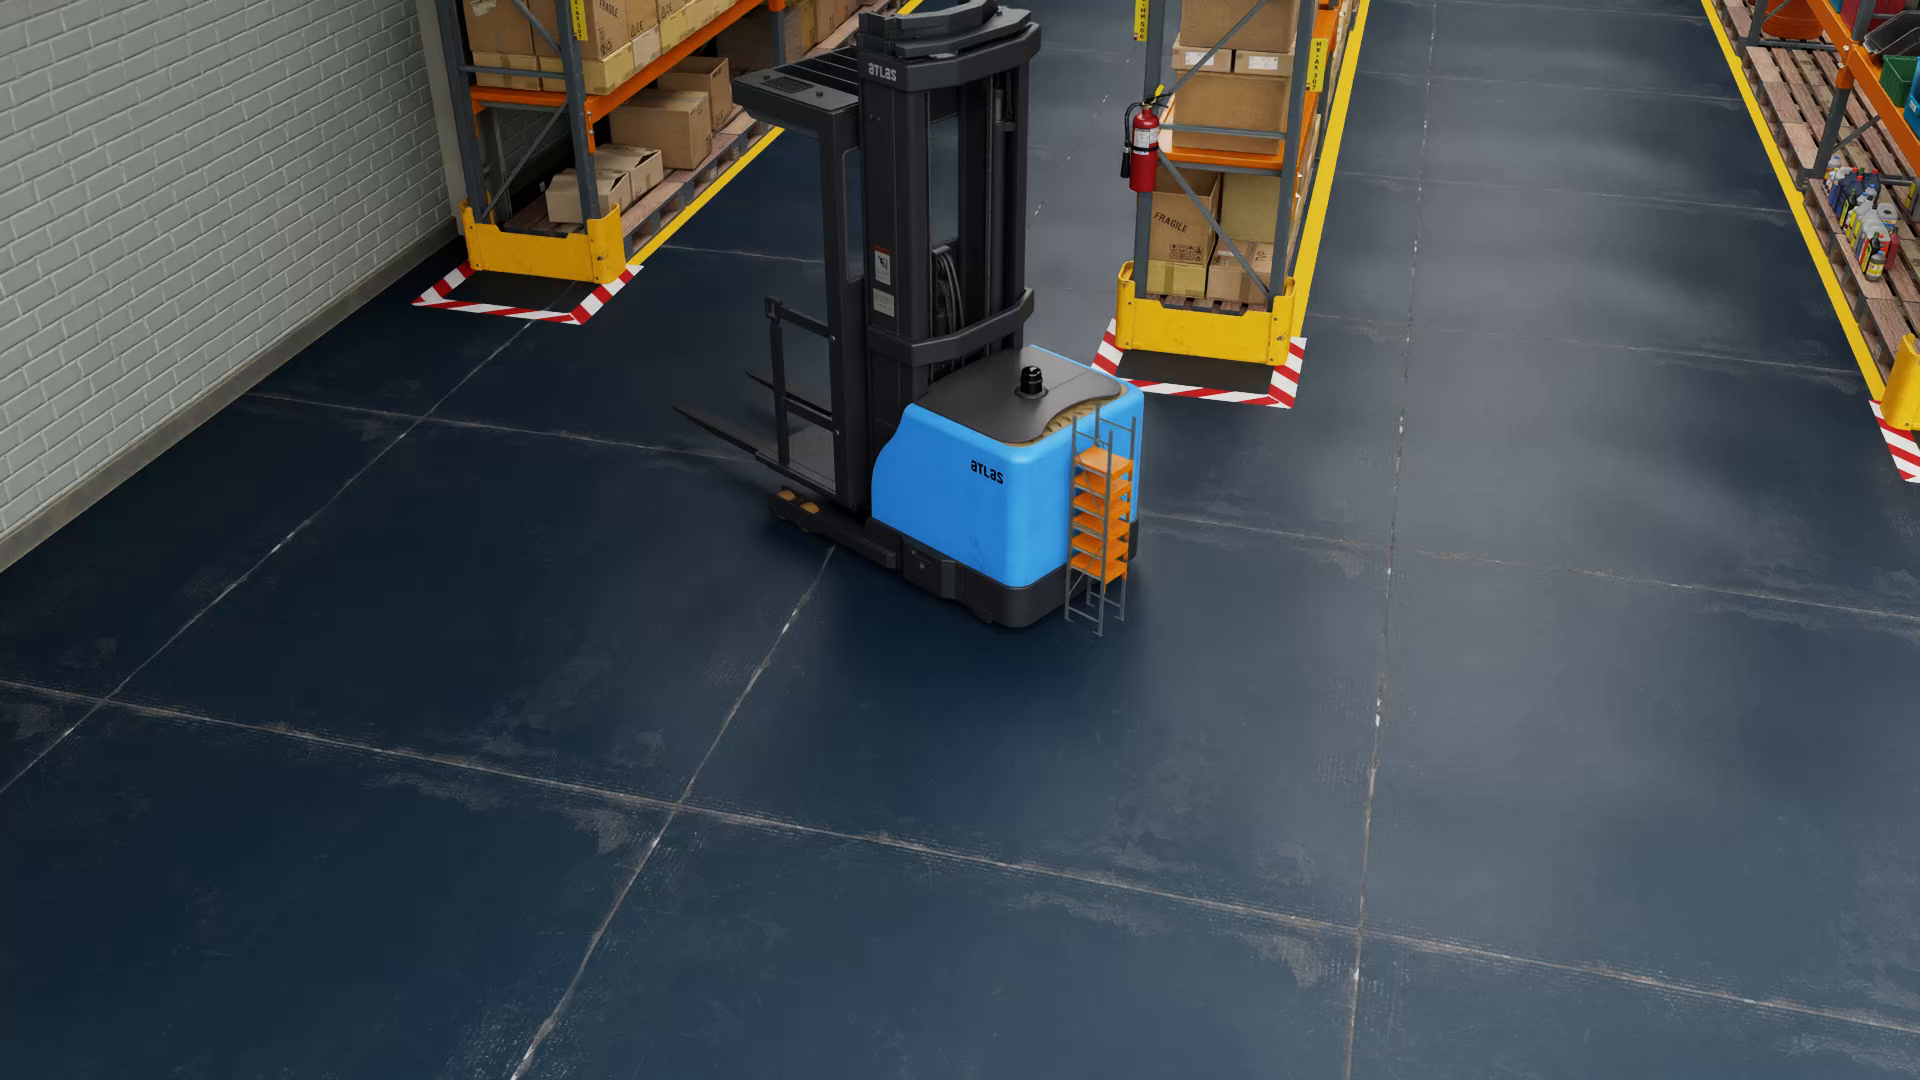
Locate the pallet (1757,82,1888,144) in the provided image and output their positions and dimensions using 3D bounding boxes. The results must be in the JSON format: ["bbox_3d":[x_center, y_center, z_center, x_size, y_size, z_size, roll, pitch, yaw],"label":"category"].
[{"bbox_3d":[7.939,-3.878,15.223,1.003,0.211,1.213,8,33,12],"label":"pallet"}]

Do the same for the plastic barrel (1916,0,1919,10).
[{"bbox_3d":[7.861,-4.378,12.943,0.600,0.901,0.708,8,33,12],"label":"plastic barrel"}]

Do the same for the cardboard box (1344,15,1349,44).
[{"bbox_3d":[3.669,-5.202,16.878,0.500,0.250,0.500,8,33,12],"label":"cardboard box"}]

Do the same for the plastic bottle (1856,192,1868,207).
[{"bbox_3d":[6.814,-2.500,12.589,0.097,0.271,0.097,0,32,0],"label":"plastic bottle"}]

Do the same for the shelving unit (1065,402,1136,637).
[{"bbox_3d":[0.698,-0.090,8.343,0.258,1.200,0.189,26,40,34],"label":"shelving unit"}]

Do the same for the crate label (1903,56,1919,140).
[{"bbox_3d":[6.660,-2.938,11.113,0.502,0.435,0.616,8,33,12],"label":"crate label"}]

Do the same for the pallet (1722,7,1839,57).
[{"bbox_3d":[8.644,-5.321,17.493,1.003,0.211,1.213,8,33,12],"label":"pallet"}]

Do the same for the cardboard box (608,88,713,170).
[{"bbox_3d":[-2.486,-3.427,13.835,0.700,0.500,0.500,6,33,9],"label":"cardboard box"}]

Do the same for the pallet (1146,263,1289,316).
[{"bbox_3d":[1.818,-1.833,12.007,1.003,0.211,1.213,8,33,12],"label":"pallet"}]

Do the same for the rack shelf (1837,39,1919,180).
[{"bbox_3d":[6.962,-2.666,11.387,1.077,0.370,4.000,8,33,12],"label":"rack shelf"}]

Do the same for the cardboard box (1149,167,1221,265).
[{"bbox_3d":[1.512,-2.260,11.551,0.500,0.500,0.500,8,33,12],"label":"cardboard box"}]

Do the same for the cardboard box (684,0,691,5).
[{"bbox_3d":[-2.325,-4.540,13.088,0.500,0.500,0.500,9,34,14],"label":"cardboard box"}]

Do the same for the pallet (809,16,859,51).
[{"bbox_3d":[-1.609,-5.218,17.332,1.003,0.211,1.213,8,33,12],"label":"pallet"}]

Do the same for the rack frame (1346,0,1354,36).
[{"bbox_3d":[3.694,-6.759,17.156,1.000,3.000,0.127,8,33,12],"label":"rack frame"}]

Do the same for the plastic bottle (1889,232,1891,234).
[{"bbox_3d":[6.748,-2.140,12.089,0.097,0.201,0.097,0,32,0],"label":"plastic bottle"}]

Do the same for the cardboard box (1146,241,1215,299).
[{"bbox_3d":[1.515,-1.943,11.752,0.500,0.250,0.500,8,33,12],"label":"cardboard box"}]

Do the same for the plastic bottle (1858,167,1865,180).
[{"bbox_3d":[7.012,-2.755,12.979,0.061,0.283,0.133,8,33,12],"label":"plastic bottle"}]

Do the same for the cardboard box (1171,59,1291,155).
[{"bbox_3d":[1.795,-2.890,10.977,0.700,0.500,0.500,8,33,12],"label":"cardboard box"}]

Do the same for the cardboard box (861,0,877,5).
[{"bbox_3d":[-1.230,-6.182,18.167,0.700,0.500,0.500,8,33,13],"label":"cardboard box"}]

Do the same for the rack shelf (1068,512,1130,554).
[{"bbox_3d":[0.698,-0.052,8.367,0.258,0.103,0.180,26,40,34],"label":"rack shelf"}]

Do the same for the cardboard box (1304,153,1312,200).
[{"bbox_3d":[2.524,-2.910,13.273,0.500,0.250,0.500,8,33,12],"label":"cardboard box"}]

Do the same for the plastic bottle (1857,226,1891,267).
[{"bbox_3d":[6.587,-2.107,11.967,0.152,0.276,0.135,8,33,13],"label":"plastic bottle"}]

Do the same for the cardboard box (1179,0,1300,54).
[{"bbox_3d":[1.808,-3.465,10.672,0.700,0.500,0.500,8,33,13],"label":"cardboard box"}]

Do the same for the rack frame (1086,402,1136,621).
[{"bbox_3d":[0.759,-0.126,8.400,0.240,1.200,0.006,26,40,34],"label":"rack frame"}]

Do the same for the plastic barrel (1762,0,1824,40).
[{"bbox_3d":[8.592,-5.600,16.965,0.600,0.830,0.708,8,33,12],"label":"plastic barrel"}]

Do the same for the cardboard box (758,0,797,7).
[{"bbox_3d":[-1.834,-5.416,16.265,0.500,0.250,0.500,7,33,11],"label":"cardboard box"}]

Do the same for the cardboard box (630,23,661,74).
[{"bbox_3d":[-2.579,-3.707,12.476,0.500,0.250,0.500,7,33,11],"label":"cardboard box"}]

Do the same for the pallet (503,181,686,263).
[{"bbox_3d":[-2.869,-2.560,13.149,1.003,0.211,1.213,8,33,12],"label":"pallet"}]

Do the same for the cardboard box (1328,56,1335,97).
[{"bbox_3d":[3.025,-4.117,14.649,0.500,0.311,0.500,8,33,13],"label":"cardboard box"}]

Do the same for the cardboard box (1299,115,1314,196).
[{"bbox_3d":[2.399,-2.967,12.663,0.500,0.500,0.500,8,33,12],"label":"cardboard box"}]

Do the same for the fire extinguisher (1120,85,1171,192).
[{"bbox_3d":[1.185,-2.577,10.649,0.296,0.674,0.183,8,33,12],"label":"fire extinguisher"}]

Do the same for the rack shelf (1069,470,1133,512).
[{"bbox_3d":[0.698,-0.255,8.238,0.258,0.103,0.180,26,40,34],"label":"rack shelf"}]

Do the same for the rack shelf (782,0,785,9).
[{"bbox_3d":[-1.606,-6.090,16.774,1.077,0.370,4.000,8,33,12],"label":"rack shelf"}]

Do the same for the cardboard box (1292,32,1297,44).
[{"bbox_3d":[2.036,-3.235,10.915,0.380,0.149,0.250,7,33,11],"label":"cardboard box"}]

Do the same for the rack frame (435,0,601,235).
[{"bbox_3d":[-3.128,-3.280,11.684,1.000,3.000,0.127,8,33,12],"label":"rack frame"}]

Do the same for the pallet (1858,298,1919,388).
[{"bbox_3d":[6.640,-1.221,11.044,1.003,0.211,1.213,8,33,12],"label":"pallet"}]

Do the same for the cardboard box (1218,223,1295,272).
[{"bbox_3d":[2.139,-2.132,12.050,0.500,0.250,0.500,8,33,12],"label":"cardboard box"}]

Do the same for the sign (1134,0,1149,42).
[{"bbox_3d":[1.143,-3.277,10.379,0.100,0.325,0.005,8,33,12],"label":"sign"}]

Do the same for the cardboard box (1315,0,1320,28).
[{"bbox_3d":[2.573,-4.494,13.500,0.700,0.500,0.500,7,33,11],"label":"cardboard box"}]

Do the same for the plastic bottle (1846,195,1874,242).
[{"bbox_3d":[6.708,-2.394,12.348,0.144,0.351,0.185,8,33,12],"label":"plastic bottle"}]

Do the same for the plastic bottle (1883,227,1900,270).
[{"bbox_3d":[6.690,-2.096,11.943,0.061,0.283,0.133,8,33,12],"label":"plastic bottle"}]

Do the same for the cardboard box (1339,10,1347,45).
[{"bbox_3d":[3.414,-4.915,15.905,0.500,0.311,0.500,9,34,14],"label":"cardboard box"}]

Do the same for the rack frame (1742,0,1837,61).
[{"bbox_3d":[8.485,-6.083,16.092,1.000,3.000,0.127,8,33,12],"label":"rack frame"}]

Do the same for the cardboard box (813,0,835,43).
[{"bbox_3d":[-1.691,-5.405,16.946,0.700,0.500,0.500,8,33,13],"label":"cardboard box"}]

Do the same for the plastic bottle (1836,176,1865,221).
[{"bbox_3d":[6.815,-2.614,12.695,0.144,0.351,0.185,7,33,10],"label":"plastic bottle"}]

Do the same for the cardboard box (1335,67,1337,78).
[{"bbox_3d":[3.281,-4.410,15.632,0.500,0.250,0.500,7,33,11],"label":"cardboard box"}]

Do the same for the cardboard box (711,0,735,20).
[{"bbox_3d":[-2.187,-4.493,13.713,0.500,0.250,0.500,8,33,12],"label":"cardboard box"}]

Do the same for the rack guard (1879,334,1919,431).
[{"bbox_3d":[6.428,-0.922,10.305,1.175,0.500,0.348,8,33,12],"label":"rack guard"}]

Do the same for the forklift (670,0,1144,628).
[{"bbox_3d":[-0.454,-1.465,8.893,3.031,2.935,1.130,27,41,35],"label":"forklift"}]

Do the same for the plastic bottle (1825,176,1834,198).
[{"bbox_3d":[6.913,-2.801,13.127,0.097,0.201,0.097,0,32,0],"label":"plastic bottle"}]

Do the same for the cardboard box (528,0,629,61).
[{"bbox_3d":[-2.716,-3.749,11.843,0.500,0.500,0.500,8,33,12],"label":"cardboard box"}]
